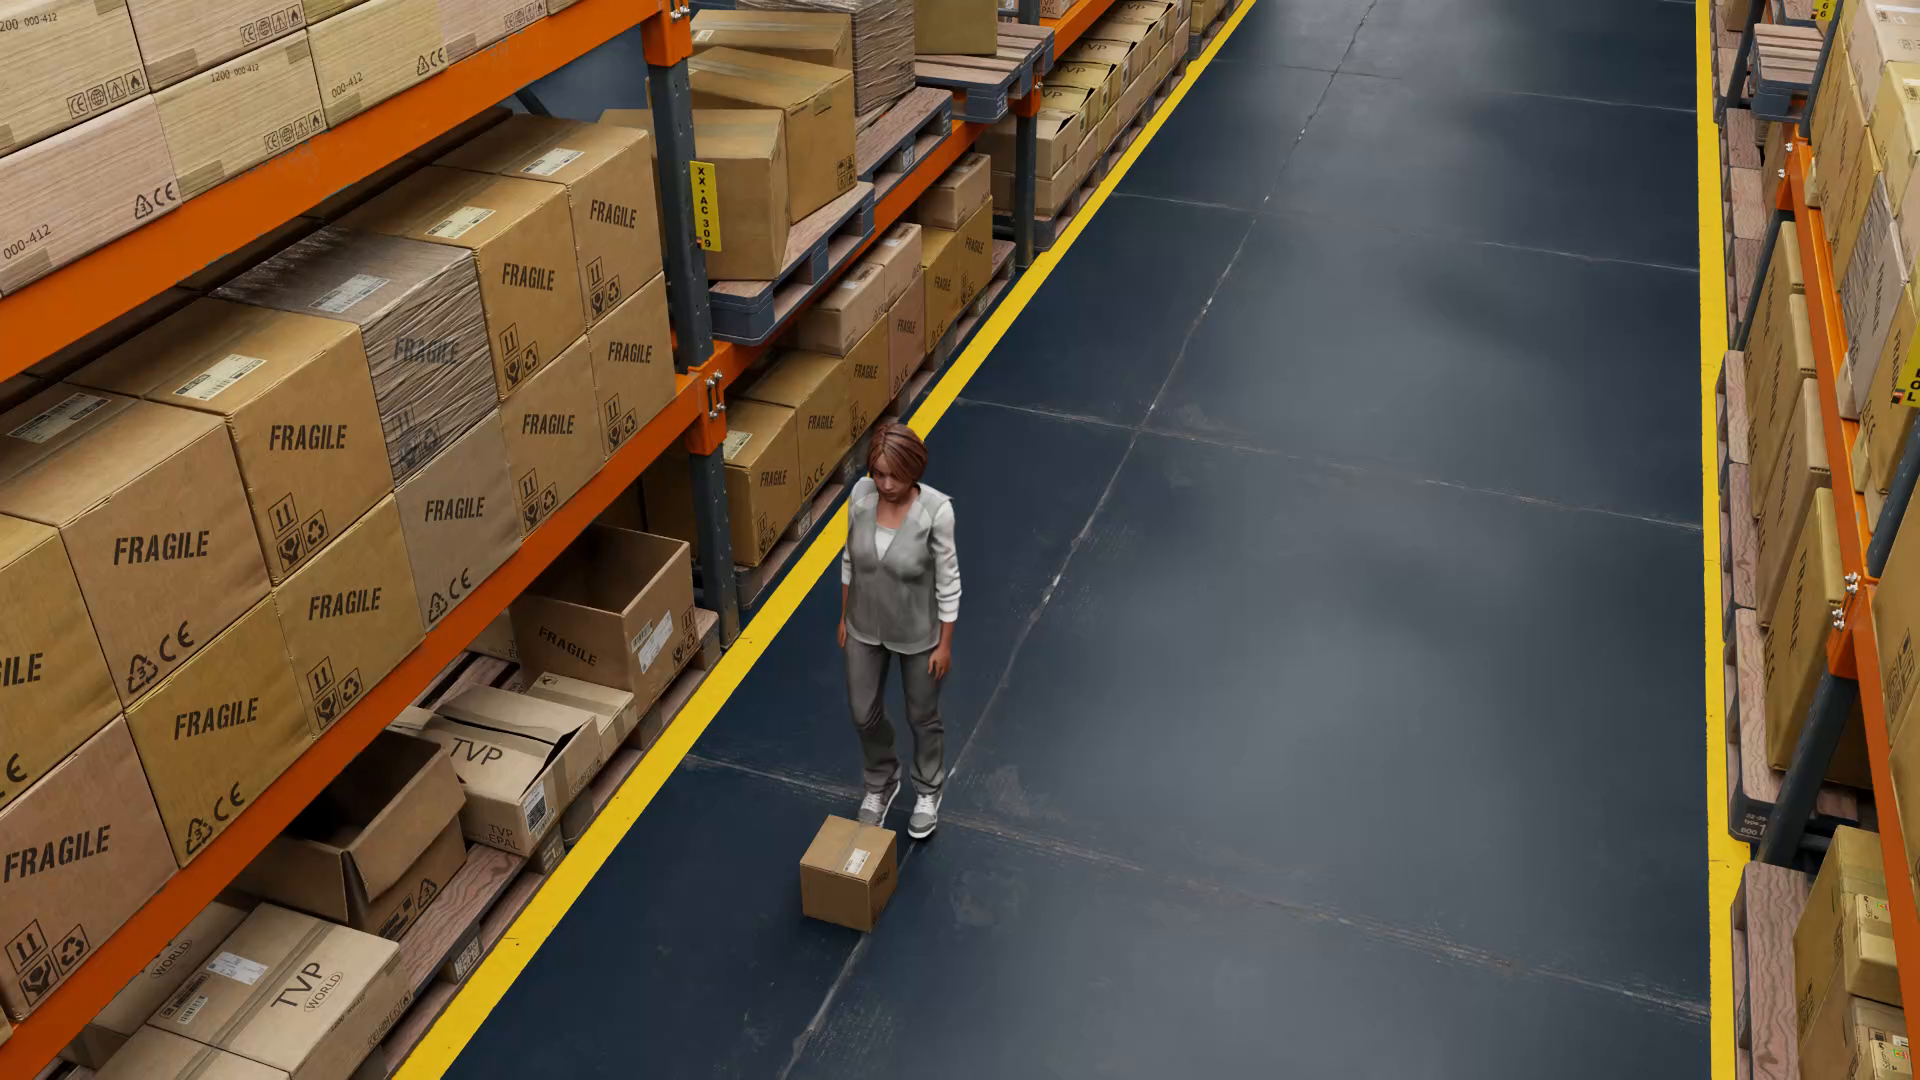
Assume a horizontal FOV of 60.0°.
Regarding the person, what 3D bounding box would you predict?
[{"bbox_3d":[-0.212,0.328,5.647,0.449,1.631,0.319,11,35,16],"label":"person"}]
